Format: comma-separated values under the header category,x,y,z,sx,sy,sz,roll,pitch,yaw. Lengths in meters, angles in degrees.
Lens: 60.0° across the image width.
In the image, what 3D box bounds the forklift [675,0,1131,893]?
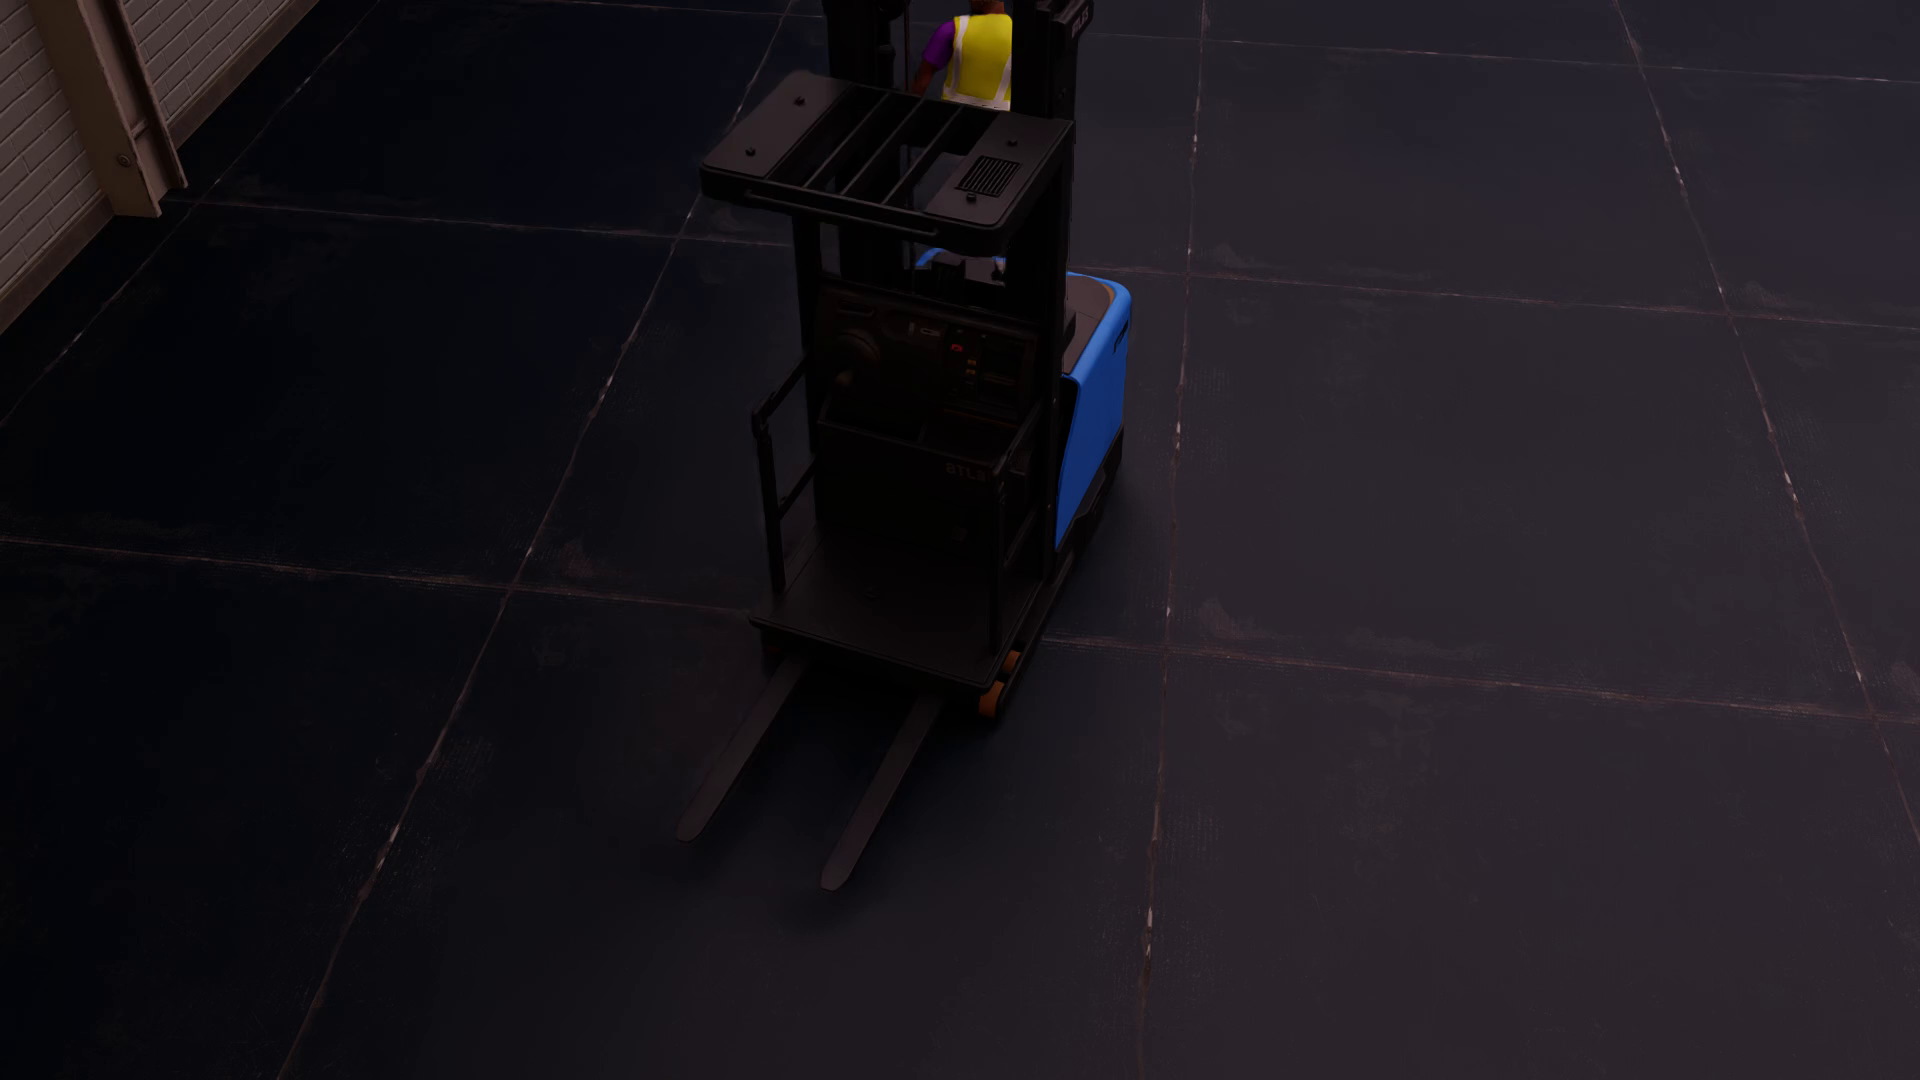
category,x,y,z,sx,sy,sz,roll,pitch,yaw
forklift,-0.219,-0.648,6.430,1.130,2.935,3.031,15,45,16

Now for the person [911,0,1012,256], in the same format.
category,x,y,z,sx,sy,sz,roll,pitch,yaw
person,0.149,-2.351,9.229,0.613,1.746,0.911,18,46,19
